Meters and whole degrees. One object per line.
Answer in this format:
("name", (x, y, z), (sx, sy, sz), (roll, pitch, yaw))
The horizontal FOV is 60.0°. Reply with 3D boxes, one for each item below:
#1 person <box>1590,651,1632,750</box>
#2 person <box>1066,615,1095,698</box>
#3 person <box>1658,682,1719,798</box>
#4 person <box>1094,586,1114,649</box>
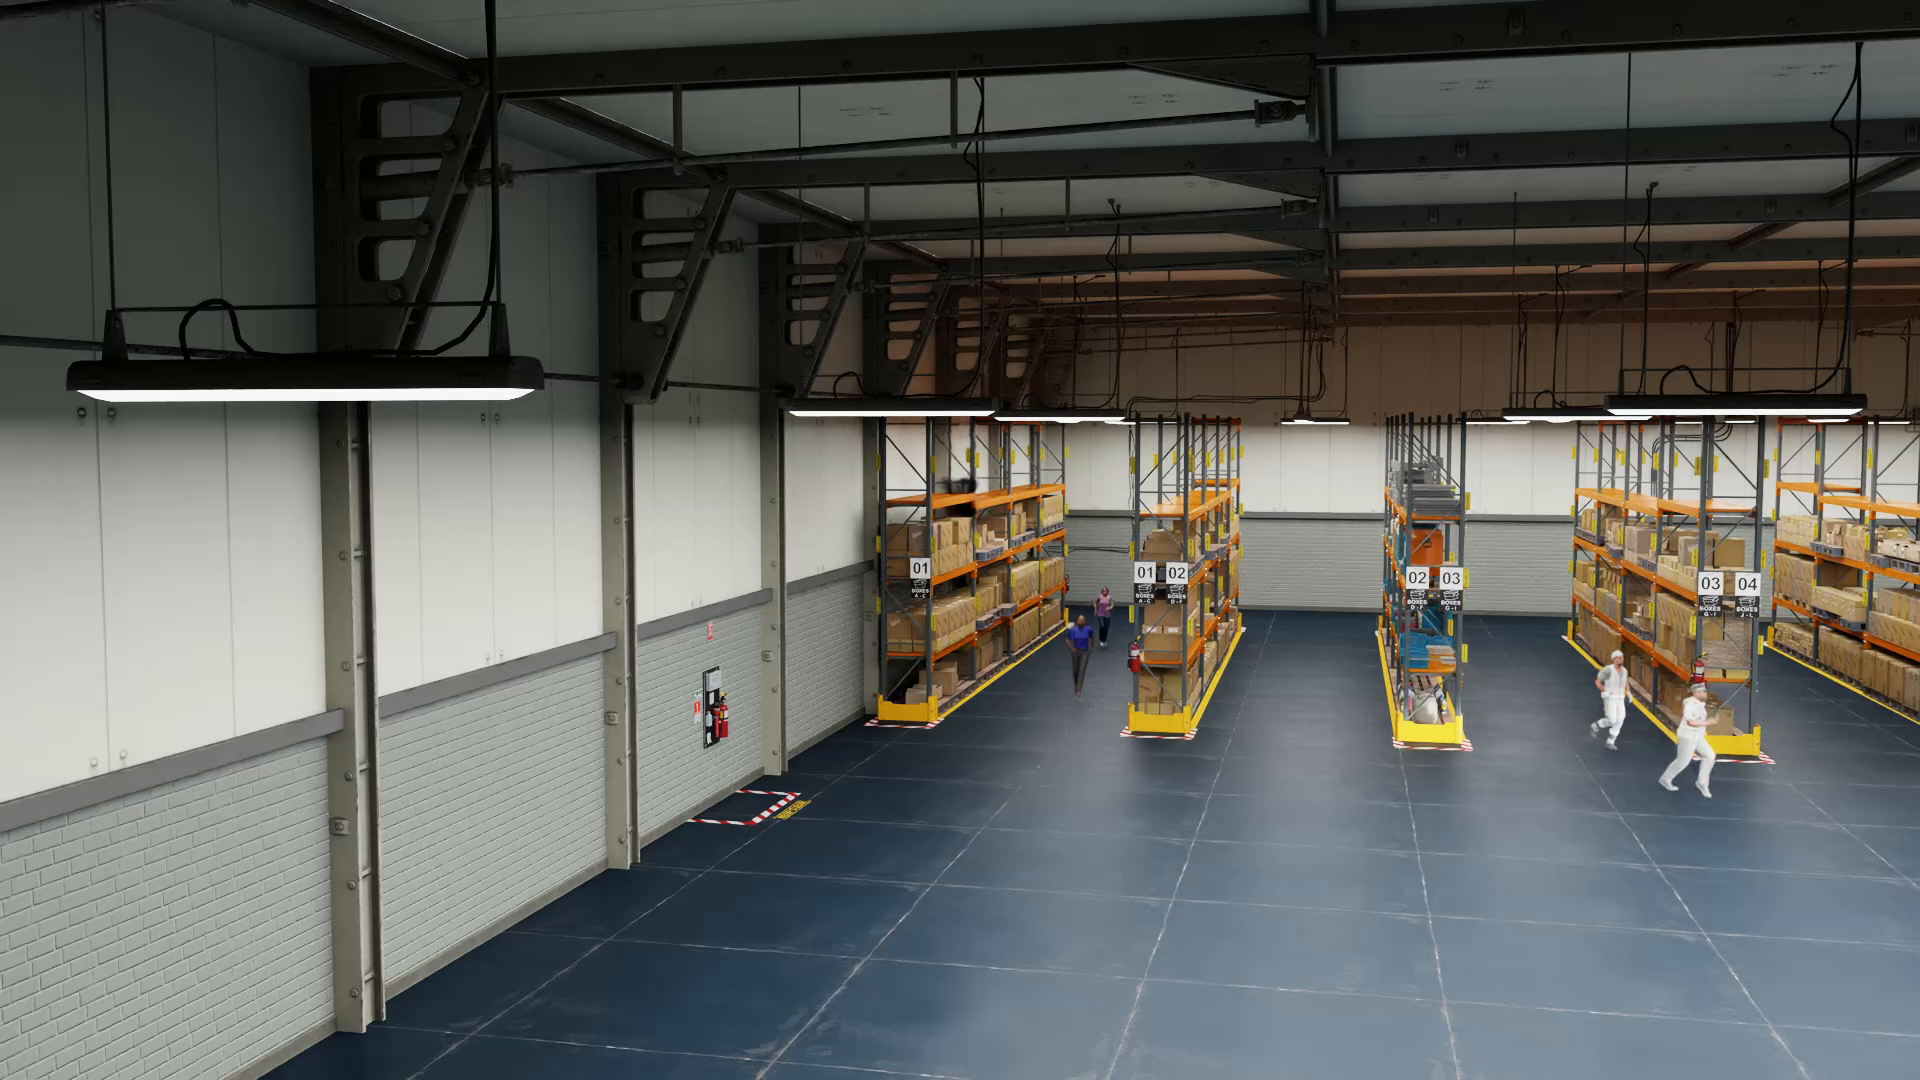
("person", (11.707, 2.847, 29.827), (0.691, 1.752, 0.644), (-1, 4, -20))
("person", (2.457, 2.348, 33.904), (0.599, 1.639, 0.796), (0, 4, 1))
("person", (11.355, 3.102, 25.892), (0.877, 1.831, 0.687), (3, 5, 39))
("person", (3.740, 2.019, 43.166), (0.498, 1.587, 0.760), (0, 4, -2))
